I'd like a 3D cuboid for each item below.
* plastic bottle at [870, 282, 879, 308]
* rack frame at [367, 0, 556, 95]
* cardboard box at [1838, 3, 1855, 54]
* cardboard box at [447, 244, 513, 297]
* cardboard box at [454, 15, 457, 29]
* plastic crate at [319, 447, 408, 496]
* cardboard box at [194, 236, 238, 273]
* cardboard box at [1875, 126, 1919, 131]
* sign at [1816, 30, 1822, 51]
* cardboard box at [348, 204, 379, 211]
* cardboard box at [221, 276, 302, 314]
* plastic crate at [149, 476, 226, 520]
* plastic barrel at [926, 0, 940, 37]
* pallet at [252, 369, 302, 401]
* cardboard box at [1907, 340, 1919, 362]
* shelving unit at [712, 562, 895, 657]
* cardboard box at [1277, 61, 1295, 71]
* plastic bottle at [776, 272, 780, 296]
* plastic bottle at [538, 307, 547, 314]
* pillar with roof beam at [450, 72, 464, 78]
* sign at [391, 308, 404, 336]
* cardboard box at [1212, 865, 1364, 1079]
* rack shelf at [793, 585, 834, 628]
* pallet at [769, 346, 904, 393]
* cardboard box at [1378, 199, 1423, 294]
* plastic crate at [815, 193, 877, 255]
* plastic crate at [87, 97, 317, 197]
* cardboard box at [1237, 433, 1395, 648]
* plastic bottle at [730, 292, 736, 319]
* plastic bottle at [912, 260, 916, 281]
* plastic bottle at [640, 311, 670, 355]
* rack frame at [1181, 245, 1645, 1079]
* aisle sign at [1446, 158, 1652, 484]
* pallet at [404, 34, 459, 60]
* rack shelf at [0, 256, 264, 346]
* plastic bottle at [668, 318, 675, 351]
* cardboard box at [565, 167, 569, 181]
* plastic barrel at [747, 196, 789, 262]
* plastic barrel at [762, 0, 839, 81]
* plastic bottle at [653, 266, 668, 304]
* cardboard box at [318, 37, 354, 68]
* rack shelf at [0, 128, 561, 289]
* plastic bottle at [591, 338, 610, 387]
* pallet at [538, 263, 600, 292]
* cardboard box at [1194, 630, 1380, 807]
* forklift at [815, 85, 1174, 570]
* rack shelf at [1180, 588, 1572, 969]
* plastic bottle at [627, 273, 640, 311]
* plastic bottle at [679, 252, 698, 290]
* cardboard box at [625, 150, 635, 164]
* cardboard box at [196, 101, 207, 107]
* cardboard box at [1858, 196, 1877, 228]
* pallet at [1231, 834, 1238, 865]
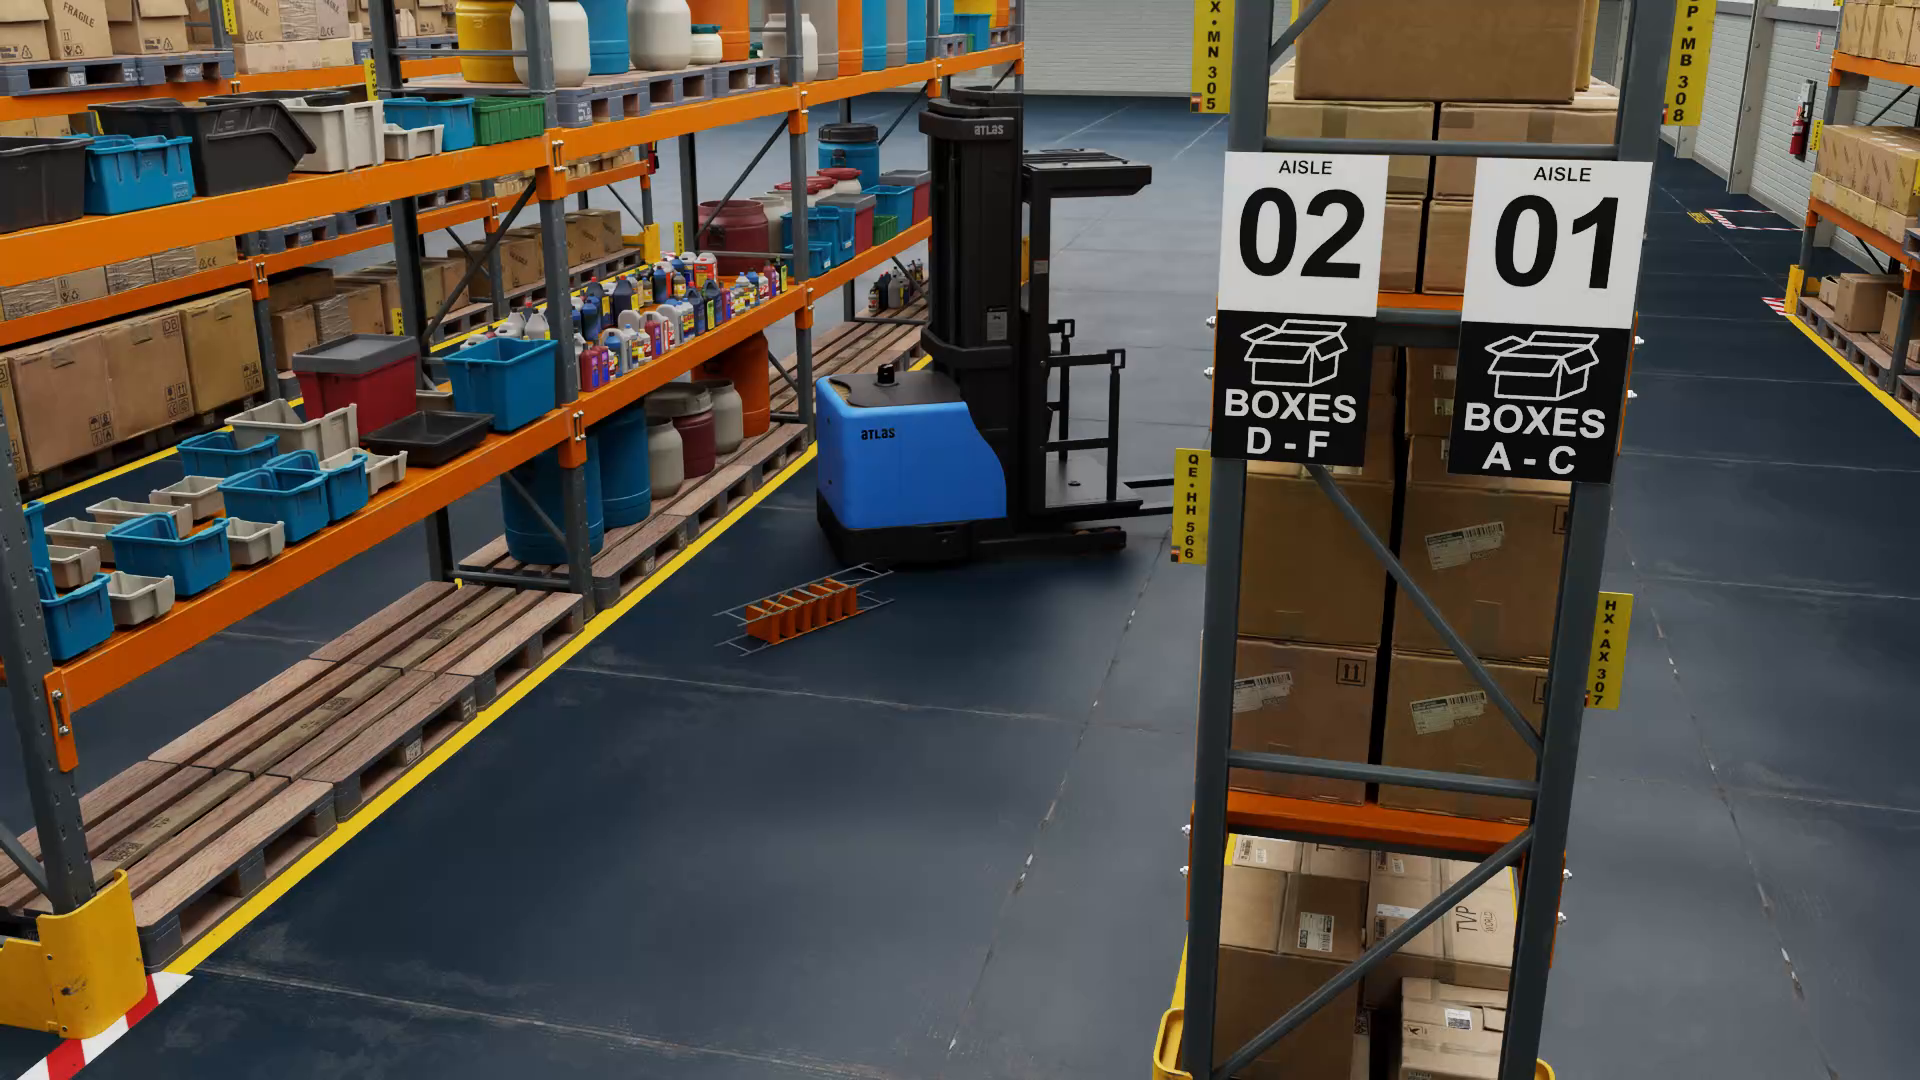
[{"bbox_3d":[-0.909,-2.595,17.667,0.061,0.283,0.133,6,20,16],"label":"plastic bottle"},{"bbox_3d":[-2.661,-3.827,8.470,1.000,3.000,0.127,5,19,13],"label":"rack frame"},{"bbox_3d":[9.554,-5.358,17.408,0.500,0.500,0.500,5,20,15],"label":"cardboard box"},{"bbox_3d":[-5.373,-3.025,18.620,0.500,0.500,0.500,4,19,12],"label":"cardboard box"},{"bbox_3d":[-5.131,-5.501,17.628,0.380,0.149,0.250,4,19,12],"label":"cardboard box"},{"bbox_3d":[-2.795,-0.322,7.805,0.293,0.136,0.466,5,19,13],"label":"plastic crate"},{"bbox_3d":[-6.367,-2.506,13.729,0.500,0.500,0.500,5,20,15],"label":"cardboard box"},{"bbox_3d":[9.969,-4.096,17.579,0.500,0.500,0.500,4,19,13],"label":"cardboard box"},{"bbox_3d":[12.751,-7.423,24.693,0.001,0.298,0.199,5,19,13],"label":"sign"},{"bbox_3d":[-5.854,-3.268,15.697,0.500,0.250,0.500,4,19,12],"label":"cardboard box"},{"bbox_3d":[-6.352,-2.226,15.089,0.500,0.250,0.500,5,20,16],"label":"cardboard box"},{"bbox_3d":[-3.431,-0.181,7.392,0.298,0.136,0.250,5,19,13],"label":"plastic crate"},{"bbox_3d":[-0.411,-5.286,16.560,0.421,0.512,0.421,0,19,0],"label":"plastic barrel"},{"bbox_3d":[-6.294,-1.558,15.423,1.003,0.211,1.213,5,19,13],"label":"pallet"},{"bbox_3d":[9.002,-1.751,15.375,0.380,0.166,0.250,2,19,6],"label":"cardboard box"},{"bbox_3d":[-0.895,0.396,9.725,0.258,0.189,1.200,17,26,41],"label":"shelving unit"},{"bbox_3d":[1.406,-1.579,5.987,0.500,0.250,0.500,5,19,13],"label":"cardboard box"},{"bbox_3d":[-1.415,-1.953,12.571,0.097,0.201,0.097,0,19,0],"label":"plastic bottle"},{"bbox_3d":[-2.666,-1.351,10.694,0.152,0.276,0.135,5,19,13],"label":"plastic bottle"},{"bbox_3d":[-9.961,-16.188,44.660,9.100,9.000,0.400,5,19,13],"label":"pillar with roof beam"},{"bbox_3d":[-3.194,-1.163,9.524,0.100,0.325,0.005,5,19,13],"label":"sign"},{"bbox_3d":[1.058,1.443,5.509,0.500,0.500,0.500,5,19,13],"label":"cardboard box"},{"bbox_3d":[-0.865,0.385,9.756,0.258,0.180,0.103,17,26,41],"label":"rack shelf"},{"bbox_3d":[-1.157,-1.543,15.379,1.003,0.211,1.213,5,19,13],"label":"pallet"},{"bbox_3d":[1.034,-0.872,4.692,0.500,0.250,0.500,5,19,13],"label":"cardboard box"},{"bbox_3d":[-0.992,-2.754,14.512,0.402,0.464,0.583,5,19,13],"label":"plastic crate"},{"bbox_3d":[-2.998,-1.582,6.633,0.504,0.338,0.767,5,19,13],"label":"plastic crate"},{"bbox_3d":[1.006,-0.024,4.915,0.500,0.500,0.500,4,19,13],"label":"cardboard box"},{"bbox_3d":[-1.638,-1.667,11.734,0.097,0.201,0.097,0,19,0],"label":"plastic bottle"},{"bbox_3d":[-0.547,-3.059,19.024,0.061,0.283,0.133,5,19,14],"label":"plastic bottle"},{"bbox_3d":[-1.952,-1.335,10.646,0.152,0.276,0.135,5,19,13],"label":"plastic bottle"},{"bbox_3d":[1.164,0.658,4.621,1.000,3.000,0.127,5,19,13],"label":"rack frame"},{"bbox_3d":[1.432,-0.528,4.070,0.394,0.787,0.004,5,19,13],"label":"aisle sign"},{"bbox_3d":[-5.763,-5.032,16.930,1.213,0.211,1.003,5,19,13],"label":"pallet"},{"bbox_3d":[-6.975,-1.666,12.537,1.077,0.370,4.000,5,19,13],"label":"rack shelf"},{"bbox_3d":[-1.897,-1.334,10.758,0.097,0.201,0.097,0,19,0],"label":"plastic bottle"},{"bbox_3d":[-4.811,-4.283,19.474,0.380,0.149,0.250,5,19,13],"label":"cardboard box"},{"bbox_3d":[-1.639,-2.634,14.086,0.421,0.512,0.421,0,19,0],"label":"plastic barrel"},{"bbox_3d":[-1.273,-4.139,13.248,0.600,0.901,0.600,0,19,0],"label":"plastic barrel"},{"bbox_3d":[-2.212,-1.887,12.270,0.097,0.271,0.097,0,19,0],"label":"plastic bottle"},{"bbox_3d":[-5.883,-4.431,15.112,0.500,0.250,0.500,5,20,15],"label":"cardboard box"},{"bbox_3d":[-3.150,-1.440,7.236,1.077,0.370,4.000,5,19,13],"label":"rack shelf"},{"bbox_3d":[-2.125,-1.056,9.819,0.061,0.283,0.133,5,19,13],"label":"plastic bottle"},{"bbox_3d":[-5.083,-3.164,20.124,1.003,0.211,1.213,5,19,13],"label":"pallet"},{"bbox_3d":[1.010,0.449,5.078,0.500,0.500,0.500,5,20,15],"label":"cardboard box"},{"bbox_3d":[0.601,-1.440,10.868,3.031,2.935,1.130,-5,19,-14],"label":"forklift"},{"bbox_3d":[1.653,0.372,6.572,1.077,0.370,4.000,5,19,13],"label":"rack shelf"},{"bbox_3d":[-2.360,-1.778,11.950,0.097,0.271,0.097,0,19,0],"label":"plastic bottle"},{"bbox_3d":[-2.103,-2.073,12.808,0.152,0.276,0.135,5,19,13],"label":"plastic bottle"},{"bbox_3d":[-4.401,-4.916,21.328,0.380,0.149,0.250,5,19,13],"label":"cardboard box"},{"bbox_3d":[-9.762,-5.512,20.781,0.875,0.550,0.500,5,19,13],"label":"cardboard box"},{"bbox_3d":[8.960,-3.138,15.936,0.500,0.250,0.500,5,19,13],"label":"cardboard box"},{"bbox_3d":[1.677,1.323,6.989,1.003,0.211,1.213,5,19,13],"label":"pallet"}]
